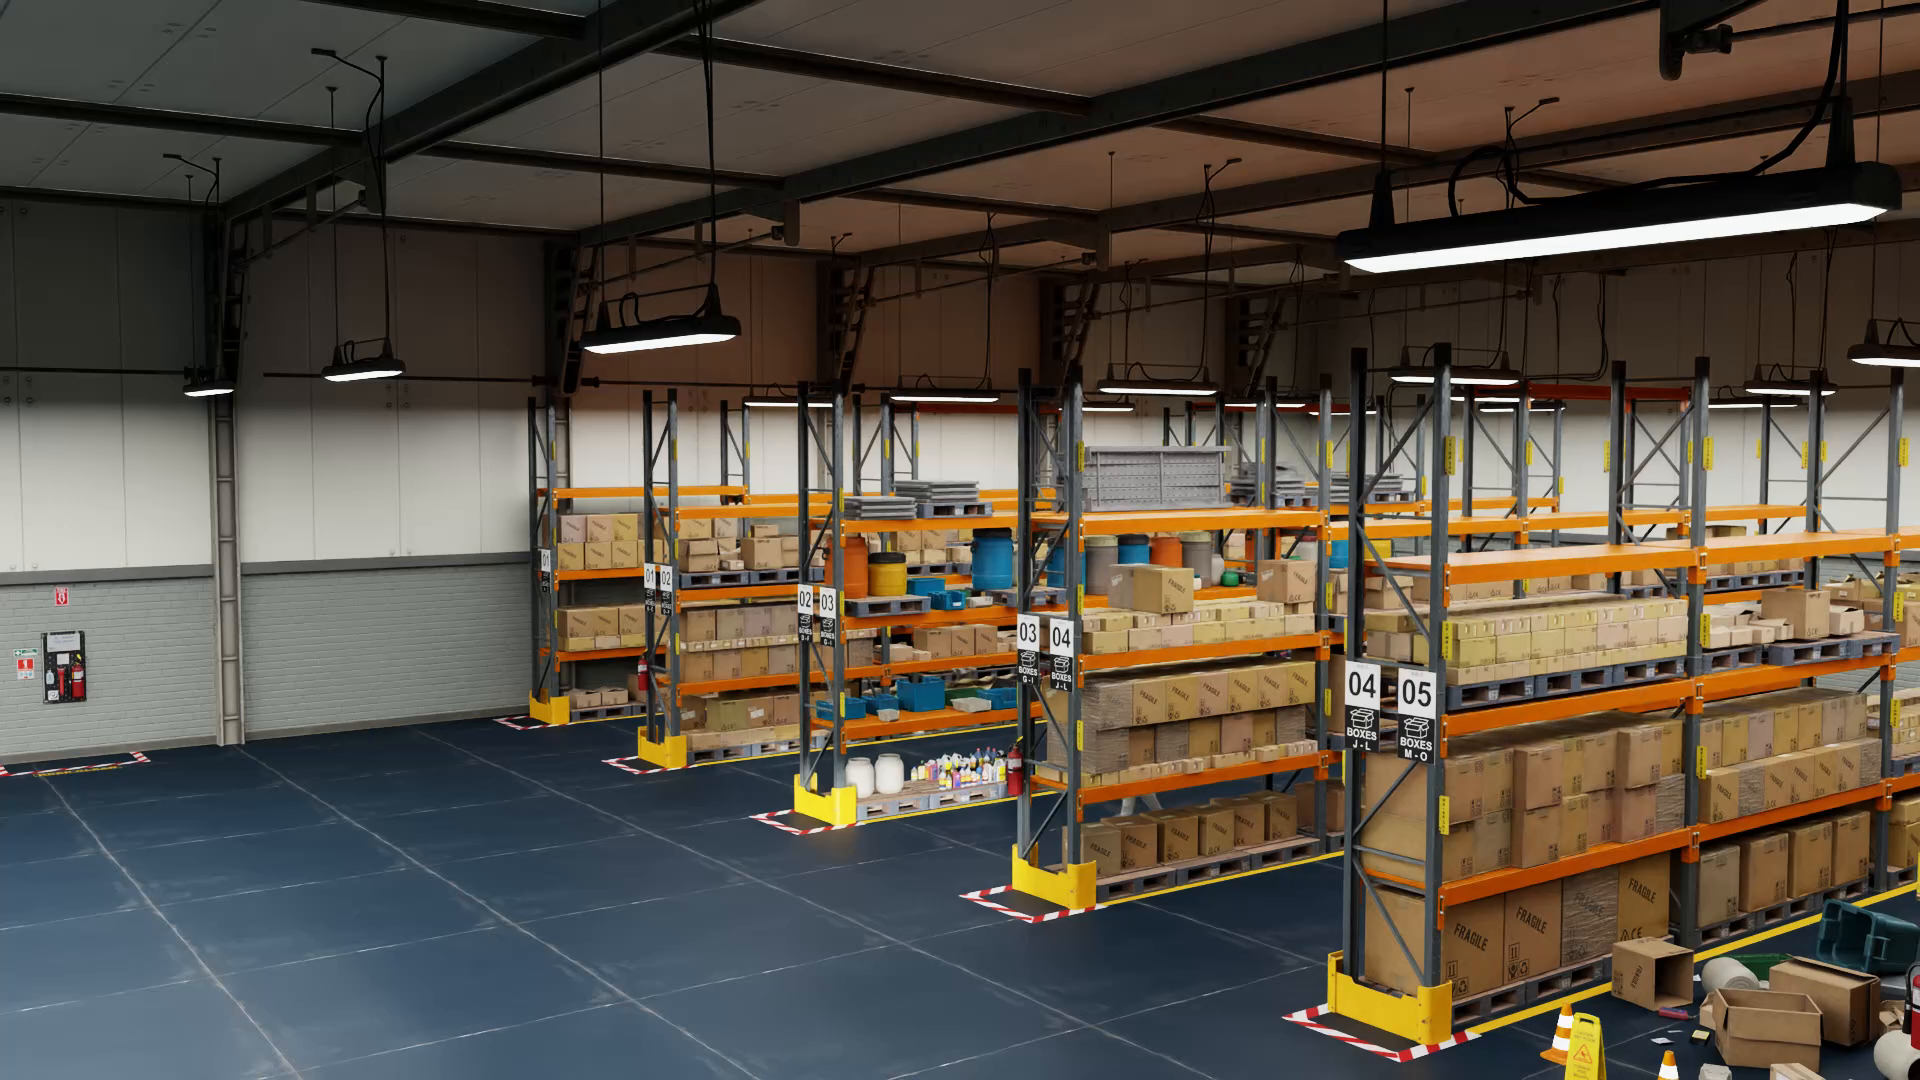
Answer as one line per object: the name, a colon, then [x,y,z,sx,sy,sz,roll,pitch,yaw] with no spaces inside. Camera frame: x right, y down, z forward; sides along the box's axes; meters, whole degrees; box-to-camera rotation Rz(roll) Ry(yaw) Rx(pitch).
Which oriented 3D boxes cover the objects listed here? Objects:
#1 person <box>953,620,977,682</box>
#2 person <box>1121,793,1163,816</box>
person: [0.011,2.359,32.420,0.572,1.771,0.617,-2,4,-26]
person: [2.380,3.035,22.287,0.824,1.643,0.532,0,3,-2]
